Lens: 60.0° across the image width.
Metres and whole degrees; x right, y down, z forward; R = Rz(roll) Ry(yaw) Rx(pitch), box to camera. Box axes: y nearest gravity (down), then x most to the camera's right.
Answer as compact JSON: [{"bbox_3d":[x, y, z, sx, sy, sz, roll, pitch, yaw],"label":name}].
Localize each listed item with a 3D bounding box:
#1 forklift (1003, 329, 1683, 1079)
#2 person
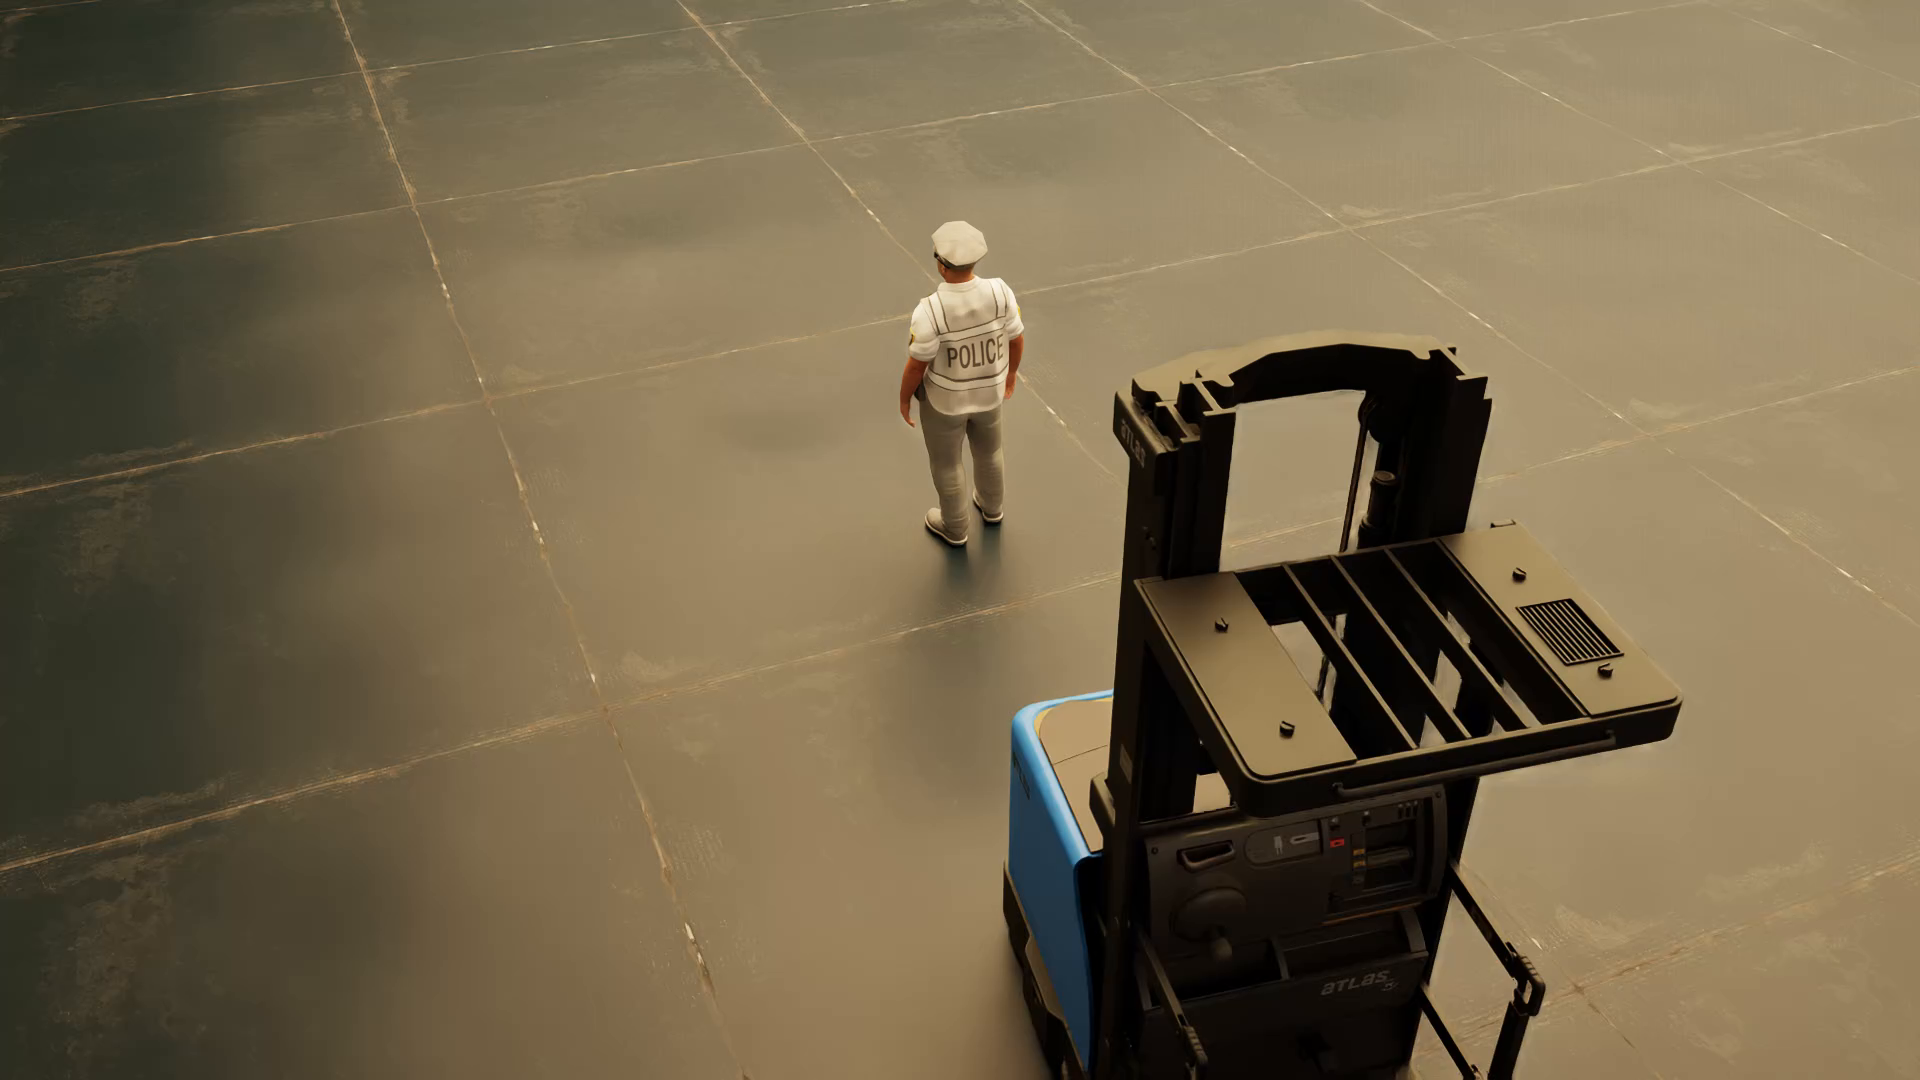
[{"bbox_3d":[1.037,1.029,4.652,1.130,2.935,3.031,-9,36,-12],"label":"forklift"},{"bbox_3d":[-0.020,-0.777,8.169,0.641,1.780,0.574,-14,38,-19],"label":"person"}]
